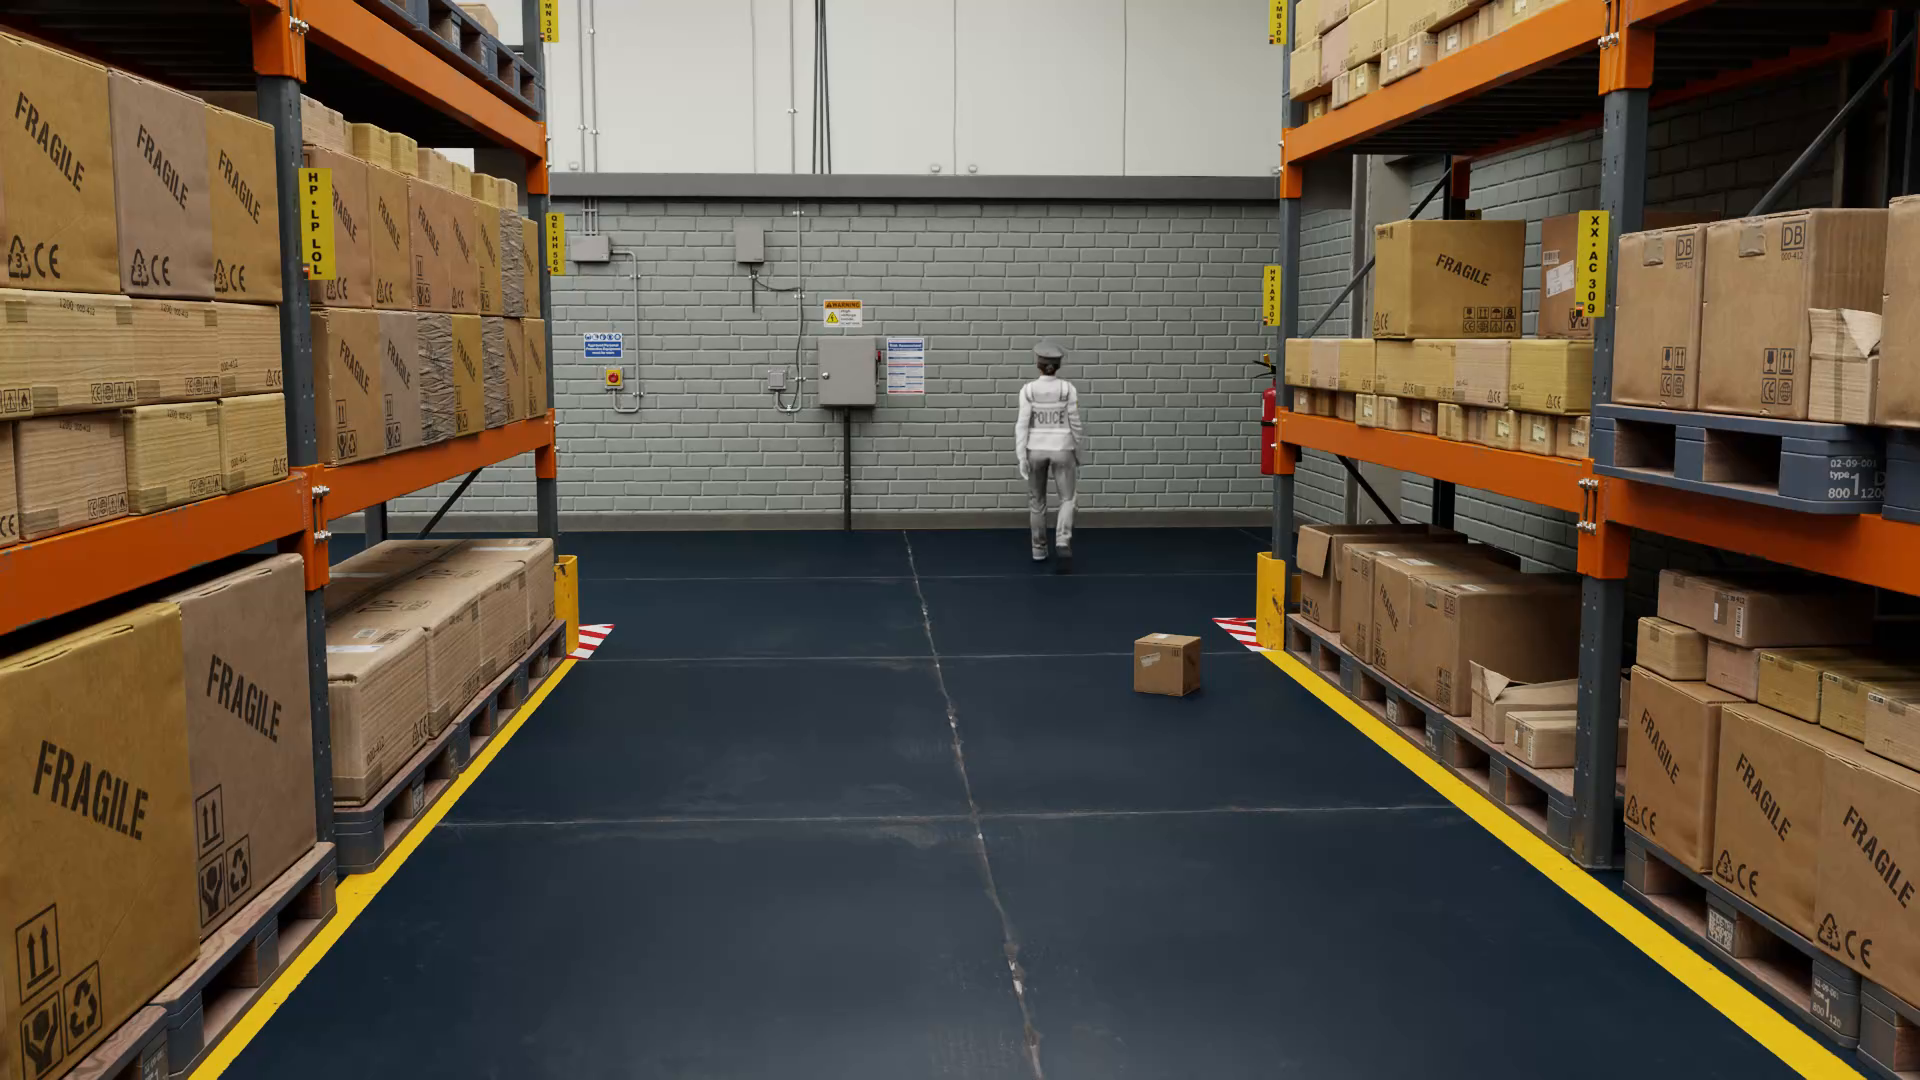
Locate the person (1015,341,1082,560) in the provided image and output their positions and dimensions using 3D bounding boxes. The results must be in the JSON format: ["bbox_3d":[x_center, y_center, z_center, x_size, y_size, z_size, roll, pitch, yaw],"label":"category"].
[{"bbox_3d":[0.666,-0.648,12.384,0.483,1.655,0.834,1,7,10],"label":"person"}]
